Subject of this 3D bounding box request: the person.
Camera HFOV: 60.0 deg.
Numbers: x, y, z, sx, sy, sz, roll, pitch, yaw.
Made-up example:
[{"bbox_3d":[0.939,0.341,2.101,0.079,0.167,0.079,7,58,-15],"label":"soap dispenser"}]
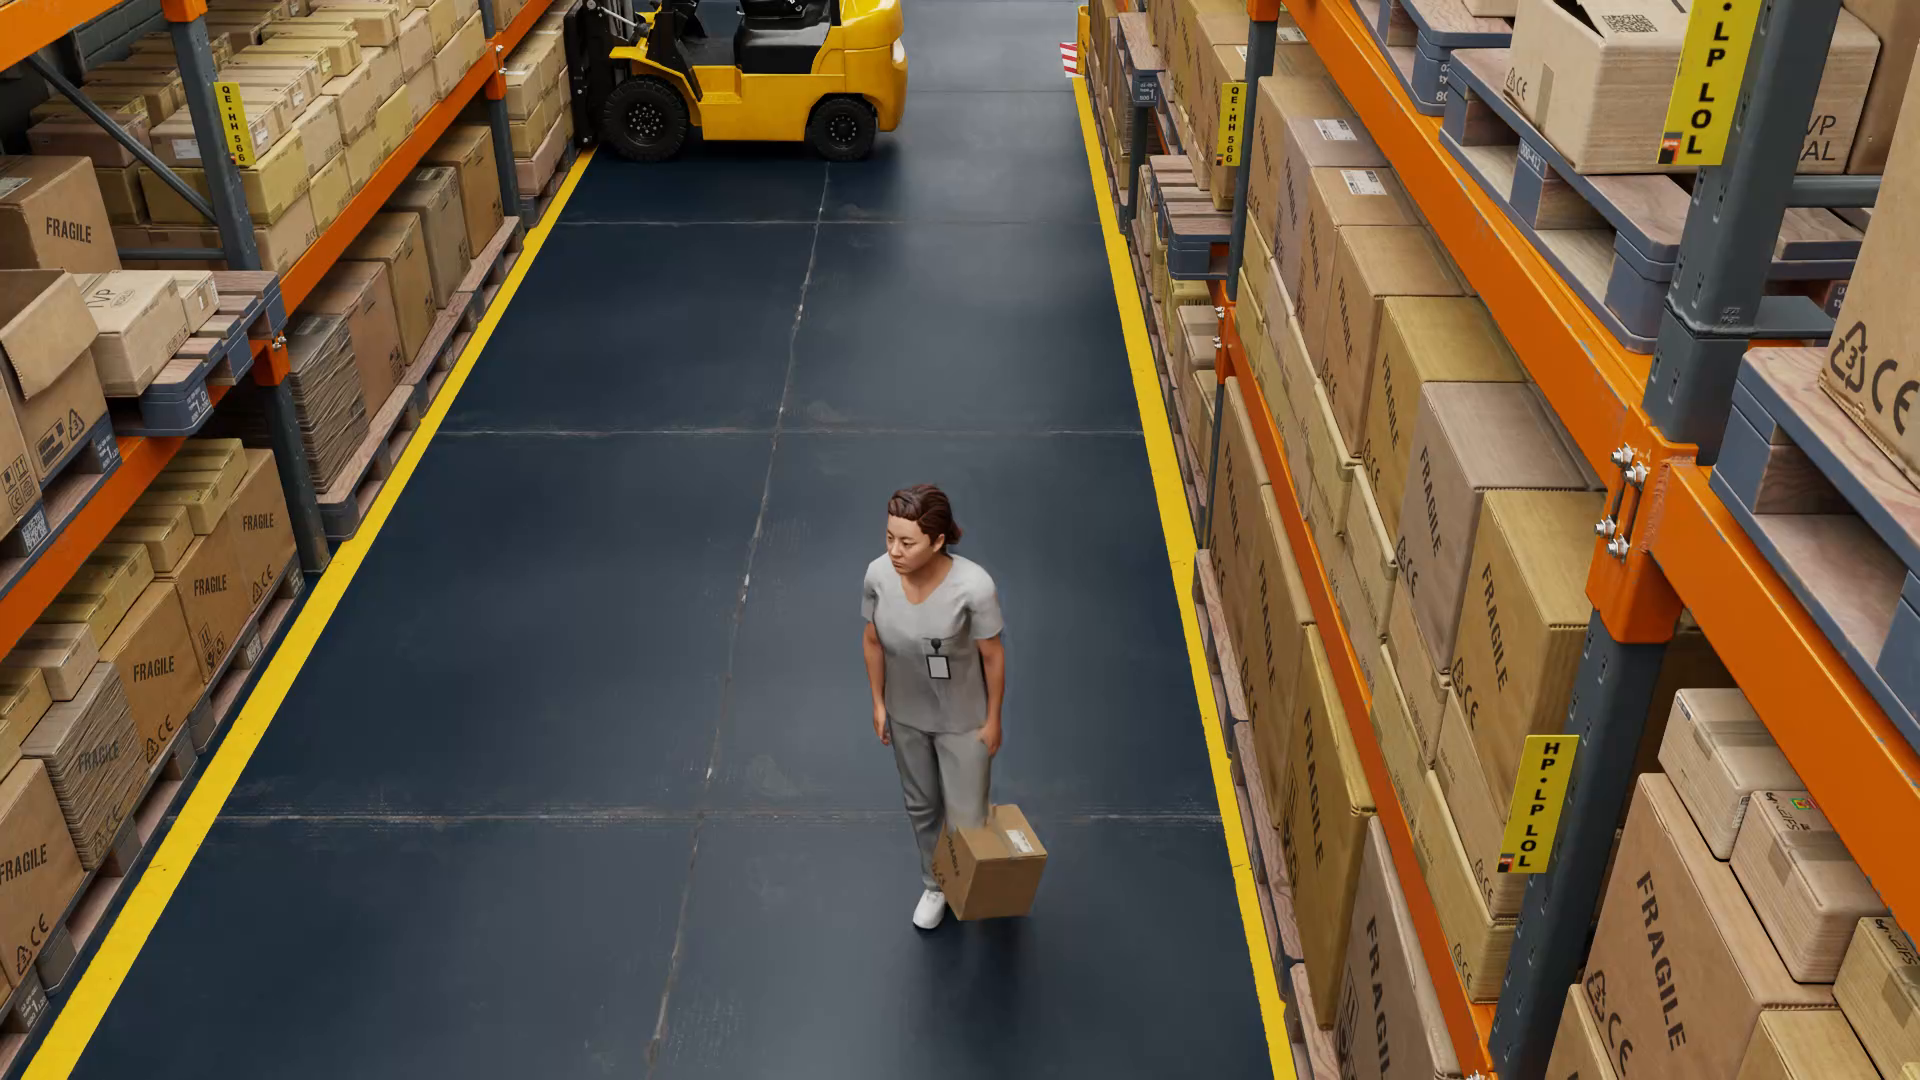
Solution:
[{"bbox_3d":[-0.046,0.520,5.286,0.503,1.669,0.483,13,34,20],"label":"person"}]
